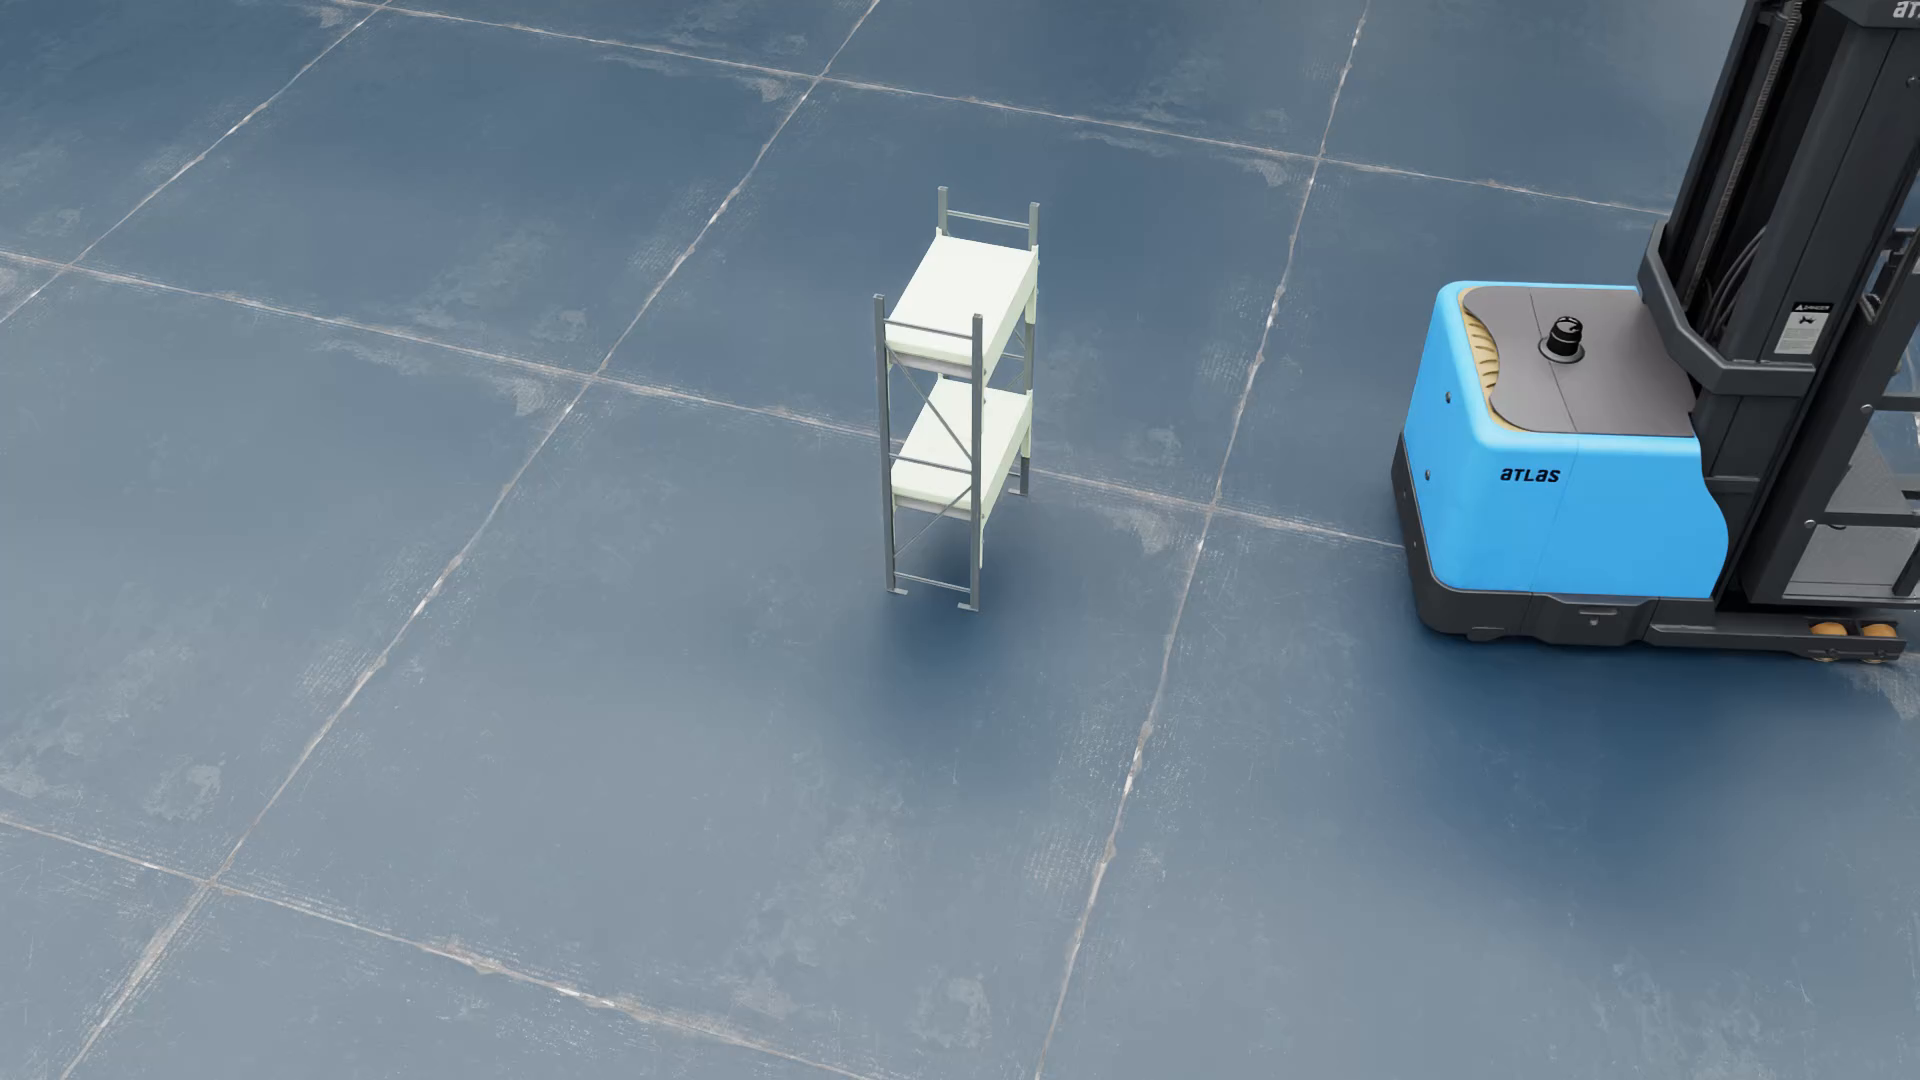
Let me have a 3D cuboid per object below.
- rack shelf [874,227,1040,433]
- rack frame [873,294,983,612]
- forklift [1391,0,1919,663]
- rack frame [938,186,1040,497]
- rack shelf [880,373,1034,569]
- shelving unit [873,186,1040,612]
[{"bbox_3d":[-0.002,-0.811,6.347,0.431,0.370,0.720,13,46,12],"label":"rack shelf"},{"bbox_3d":[-0.113,-0.288,6.371,0.400,1.500,0.023,13,46,12],"label":"rack frame"},{"bbox_3d":[3.394,-0.939,6.013,3.031,2.935,1.130,2,44,2],"label":"forklift"},{"bbox_3d":[0.109,-0.776,6.869,0.400,1.500,0.023,13,46,12],"label":"rack frame"},{"bbox_3d":[-0.002,-0.299,6.848,0.431,0.370,0.720,13,46,12],"label":"rack shelf"},{"bbox_3d":[-0.002,-0.532,6.620,0.431,1.500,0.755,13,46,12],"label":"shelving unit"}]
